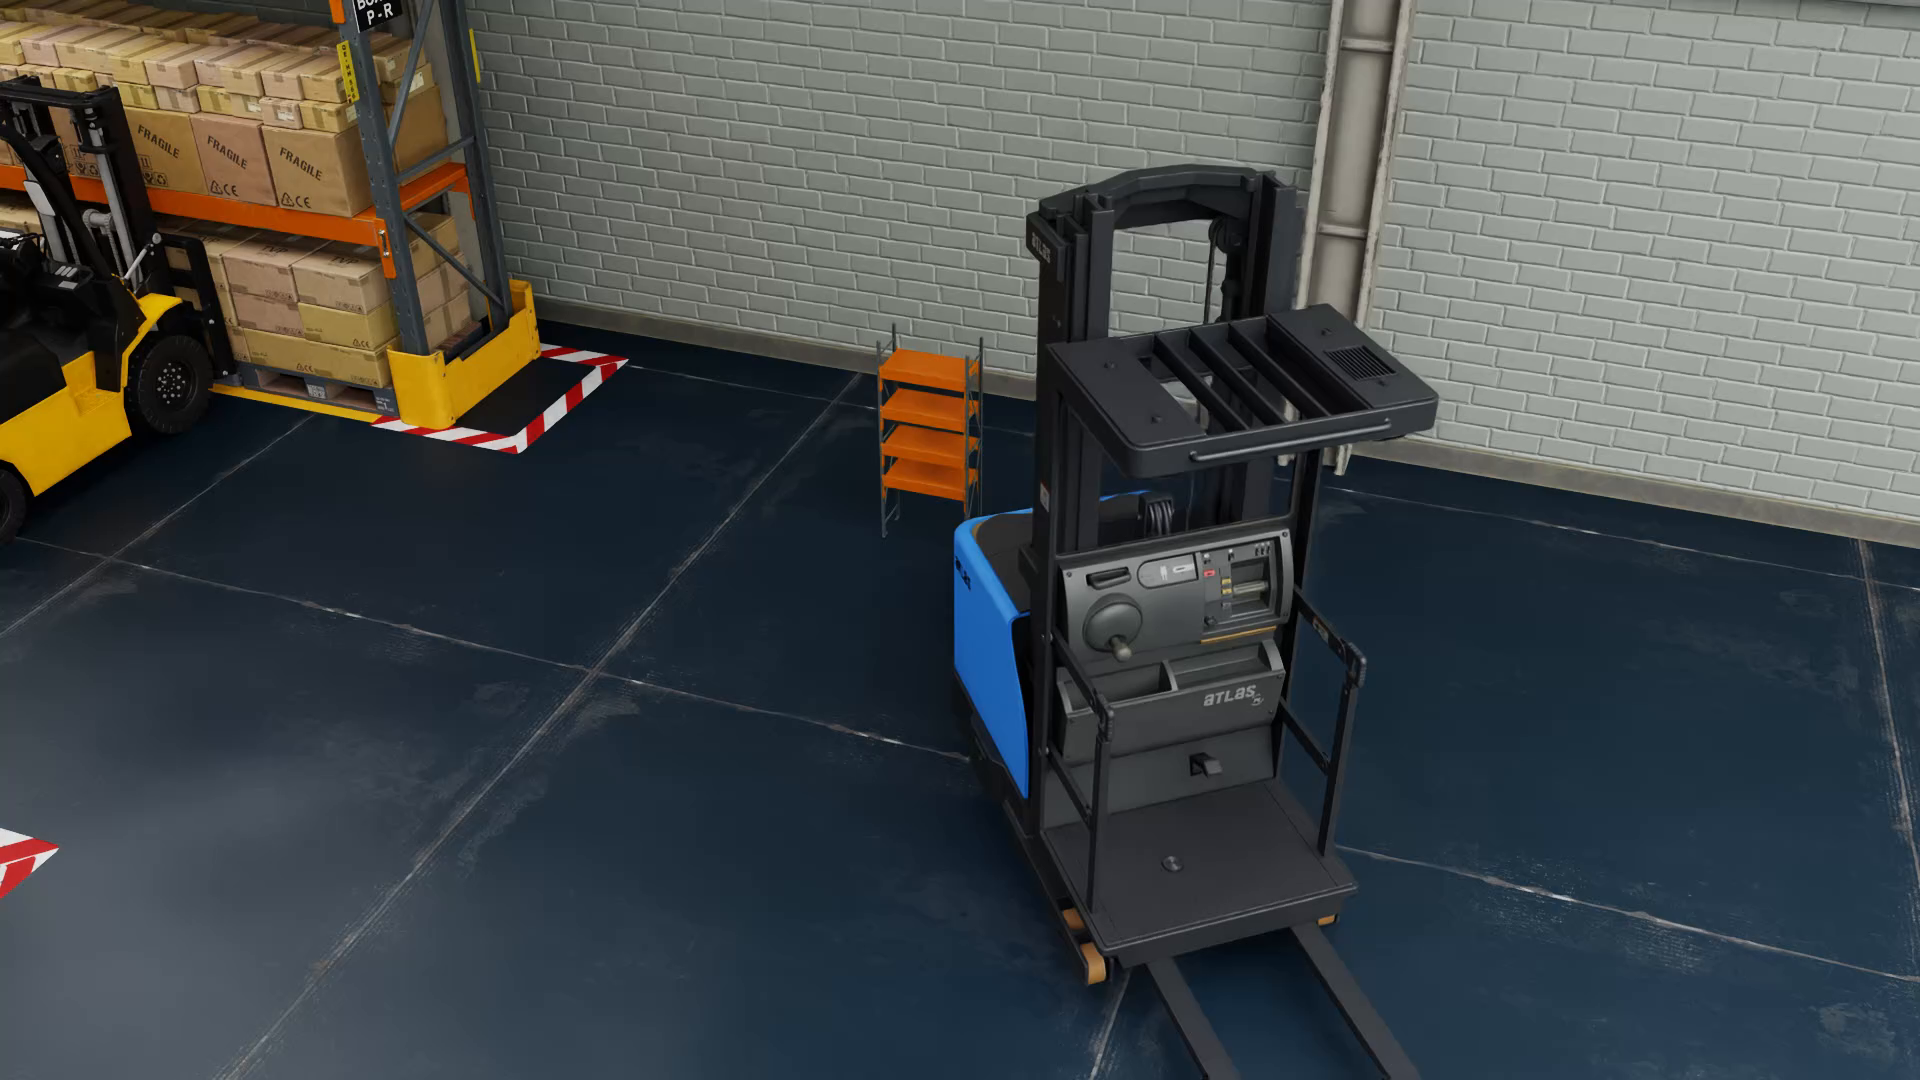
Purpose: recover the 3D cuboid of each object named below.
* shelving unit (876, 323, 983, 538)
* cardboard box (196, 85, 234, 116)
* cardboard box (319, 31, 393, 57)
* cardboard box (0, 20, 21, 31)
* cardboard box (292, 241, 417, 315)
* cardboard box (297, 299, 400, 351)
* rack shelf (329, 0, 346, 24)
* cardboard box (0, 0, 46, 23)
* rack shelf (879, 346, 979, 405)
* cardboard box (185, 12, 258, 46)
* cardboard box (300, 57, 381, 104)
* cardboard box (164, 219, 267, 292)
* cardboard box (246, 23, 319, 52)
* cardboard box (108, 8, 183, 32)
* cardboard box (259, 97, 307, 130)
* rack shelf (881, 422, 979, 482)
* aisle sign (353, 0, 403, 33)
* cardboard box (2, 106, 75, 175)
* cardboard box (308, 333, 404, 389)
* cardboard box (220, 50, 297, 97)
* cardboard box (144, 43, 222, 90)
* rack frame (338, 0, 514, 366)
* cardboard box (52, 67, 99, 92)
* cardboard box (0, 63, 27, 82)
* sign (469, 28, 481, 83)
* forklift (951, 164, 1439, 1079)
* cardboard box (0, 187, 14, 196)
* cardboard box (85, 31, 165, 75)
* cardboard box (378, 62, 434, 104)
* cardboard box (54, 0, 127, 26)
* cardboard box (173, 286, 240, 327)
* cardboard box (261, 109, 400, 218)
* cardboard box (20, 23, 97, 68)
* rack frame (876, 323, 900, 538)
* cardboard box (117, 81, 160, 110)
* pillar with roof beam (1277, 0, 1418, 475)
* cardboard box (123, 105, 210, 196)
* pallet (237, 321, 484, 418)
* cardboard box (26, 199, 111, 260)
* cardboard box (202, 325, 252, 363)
[{"bbox_3d":[-0.156,-0.534,8.939,0.503,1.200,0.258,11,34,16],"label":"shelving unit"},{"bbox_3d":[-4.295,-2.661,9.884,0.250,0.149,0.380,11,34,16],"label":"cardboard box"},{"bbox_3d":[-3.644,-2.955,10.065,0.250,0.149,0.380,12,35,18],"label":"cardboard box"},{"bbox_3d":[-6.008,-3.083,10.263,0.250,0.149,0.380,12,35,18],"label":"cardboard box"},{"bbox_3d":[-3.709,-1.631,10.204,0.500,0.250,0.500,12,35,18],"label":"cardboard box"},{"bbox_3d":[-3.734,-1.425,10.347,0.500,0.250,0.500,11,34,16],"label":"cardboard box"},{"bbox_3d":[-5.053,-3.588,9.908,4.000,0.370,1.077,11,34,16],"label":"rack shelf"},{"bbox_3d":[-6.058,-3.423,10.790,0.250,0.149,0.380,11,34,16],"label":"cardboard box"},{"bbox_3d":[-0.156,-0.864,8.726,0.480,0.148,0.258,11,34,16],"label":"rack shelf"},{"bbox_3d":[-4.601,-3.167,10.394,0.250,0.149,0.380,10,34,15],"label":"cardboard box"},{"bbox_3d":[-3.579,-2.662,9.611,0.250,0.149,0.380,11,34,17],"label":"cardboard box"},{"bbox_3d":[-4.670,-1.809,10.480,0.500,0.250,0.500,11,35,17],"label":"cardboard box"},{"bbox_3d":[-4.131,-3.034,10.187,0.250,0.149,0.380,11,35,17],"label":"cardboard box"},{"bbox_3d":[-5.111,-3.219,10.473,0.250,0.149,0.380,12,35,18],"label":"cardboard box"},{"bbox_3d":[-3.842,-2.531,9.682,0.250,0.149,0.380,12,35,17],"label":"cardboard box"},{"bbox_3d":[-0.156,-0.478,8.976,0.480,0.148,0.258,11,34,16],"label":"rack shelf"},{"bbox_3d":[-3.208,-3.195,9.004,0.004,0.787,0.394,11,34,16],"label":"aisle sign"},{"bbox_3d":[-5.633,-2.645,10.457,0.500,0.500,0.500,11,34,16],"label":"cardboard box"},{"bbox_3d":[-3.719,-1.210,10.475,0.500,0.250,0.500,11,35,17],"label":"cardboard box"},{"bbox_3d":[-4.077,-2.725,9.709,0.250,0.149,0.380,12,35,18],"label":"cardboard box"},{"bbox_3d":[-4.569,-2.800,9.825,0.250,0.149,0.380,12,35,18],"label":"cardboard box"},{"bbox_3d":[-3.170,-2.264,9.960,0.127,3.000,1.000,11,34,16],"label":"rack frame"},{"bbox_3d":[-5.276,-2.825,10.138,0.250,0.149,0.380,10,34,15],"label":"cardboard box"},{"bbox_3d":[-5.772,-2.906,10.264,0.250,0.149,0.380,11,34,16],"label":"cardboard box"},{"bbox_3d":[-2.978,-2.944,10.141,0.005,0.325,0.100,11,34,16],"label":"sign"},{"bbox_3d":[0.897,0.263,6.109,1.130,2.935,3.031,-10,34,-15],"label":"forklift"},{"bbox_3d":[-6.586,-2.189,11.069,0.500,0.250,0.500,10,34,16],"label":"cardboard box"},{"bbox_3d":[-5.025,-2.940,10.041,0.250,0.149,0.380,12,35,17],"label":"cardboard box"},{"bbox_3d":[-3.402,-2.774,10.058,0.250,0.149,0.380,10,34,15],"label":"cardboard box"},{"bbox_3d":[-5.563,-3.352,10.679,0.250,0.149,0.380,10,34,16],"label":"cardboard box"},{"bbox_3d":[-4.696,-1.606,10.627,0.500,0.250,0.500,10,34,15],"label":"cardboard box"},{"bbox_3d":[-3.722,-2.262,9.865,0.500,0.500,0.500,10,34,15],"label":"cardboard box"},{"bbox_3d":[-5.497,-3.031,10.182,0.250,0.149,0.380,11,34,16],"label":"cardboard box"},{"bbox_3d":[-0.386,-0.579,9.009,0.015,1.200,0.240,11,34,16],"label":"rack frame"},{"bbox_3d":[-4.807,-2.722,9.978,0.250,0.149,0.380,11,35,17],"label":"cardboard box"},{"bbox_3d":[0.674,-2.076,4.138,0.400,9.000,9.100,11,34,16],"label":"pillar with roof beam"},{"bbox_3d":[-4.690,-2.456,10.164,0.500,0.500,0.500,10,34,16],"label":"cardboard box"},{"bbox_3d":[-3.904,-1.212,10.900,1.213,0.211,1.003,11,34,16],"label":"pallet"},{"bbox_3d":[-5.636,-2.005,10.784,0.500,0.250,0.500,12,35,18],"label":"cardboard box"},{"bbox_3d":[-4.652,-1.402,10.773,0.500,0.250,0.500,11,35,17],"label":"cardboard box"}]
